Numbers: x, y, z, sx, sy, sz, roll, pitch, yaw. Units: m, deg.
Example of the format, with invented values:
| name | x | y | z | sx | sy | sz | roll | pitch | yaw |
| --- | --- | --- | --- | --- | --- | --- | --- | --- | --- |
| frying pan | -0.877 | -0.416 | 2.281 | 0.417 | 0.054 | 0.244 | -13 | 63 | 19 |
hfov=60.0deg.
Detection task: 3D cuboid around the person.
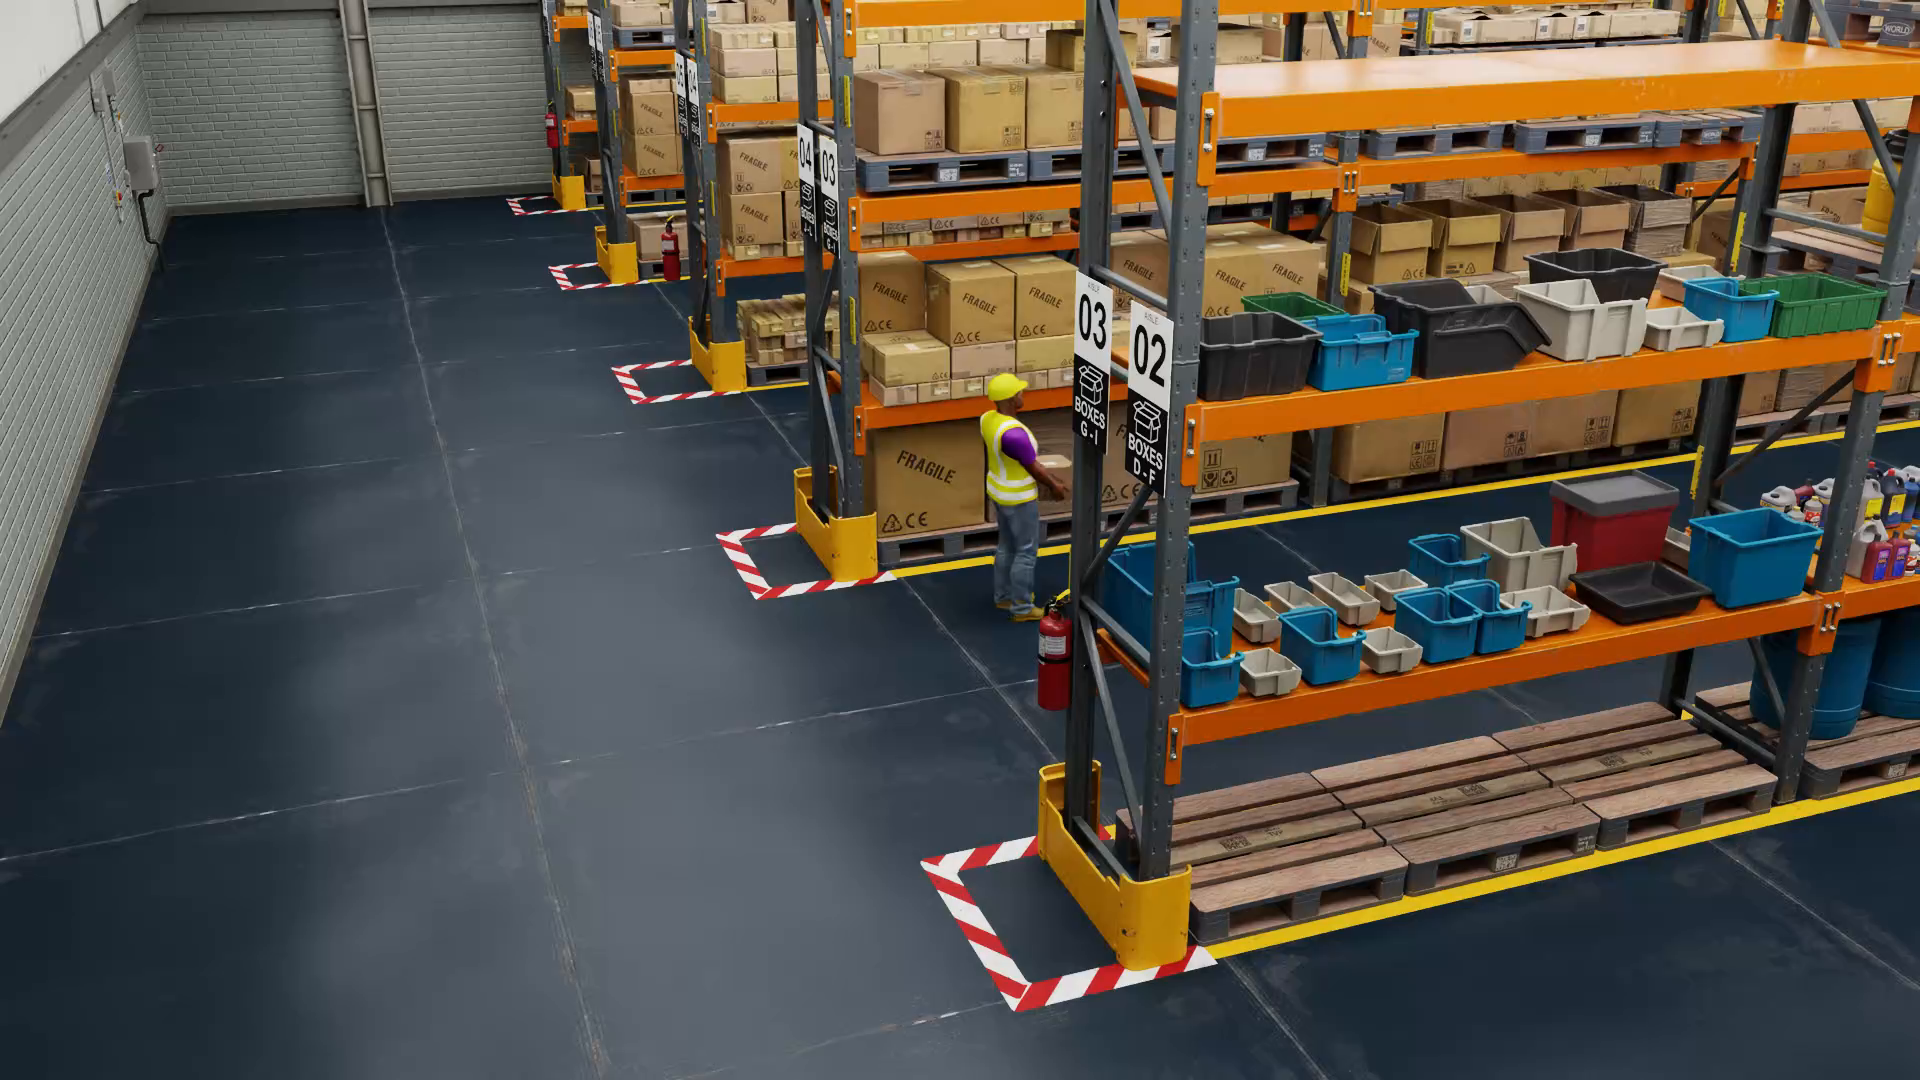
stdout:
| name | x | y | z | sx | sy | sz | roll | pitch | yaw |
| --- | --- | --- | --- | --- | --- | --- | --- | --- | --- |
| person | 0.447 | -0.320 | 11.578 | 0.566 | 1.771 | 0.520 | -8 | 24 | -19 |
